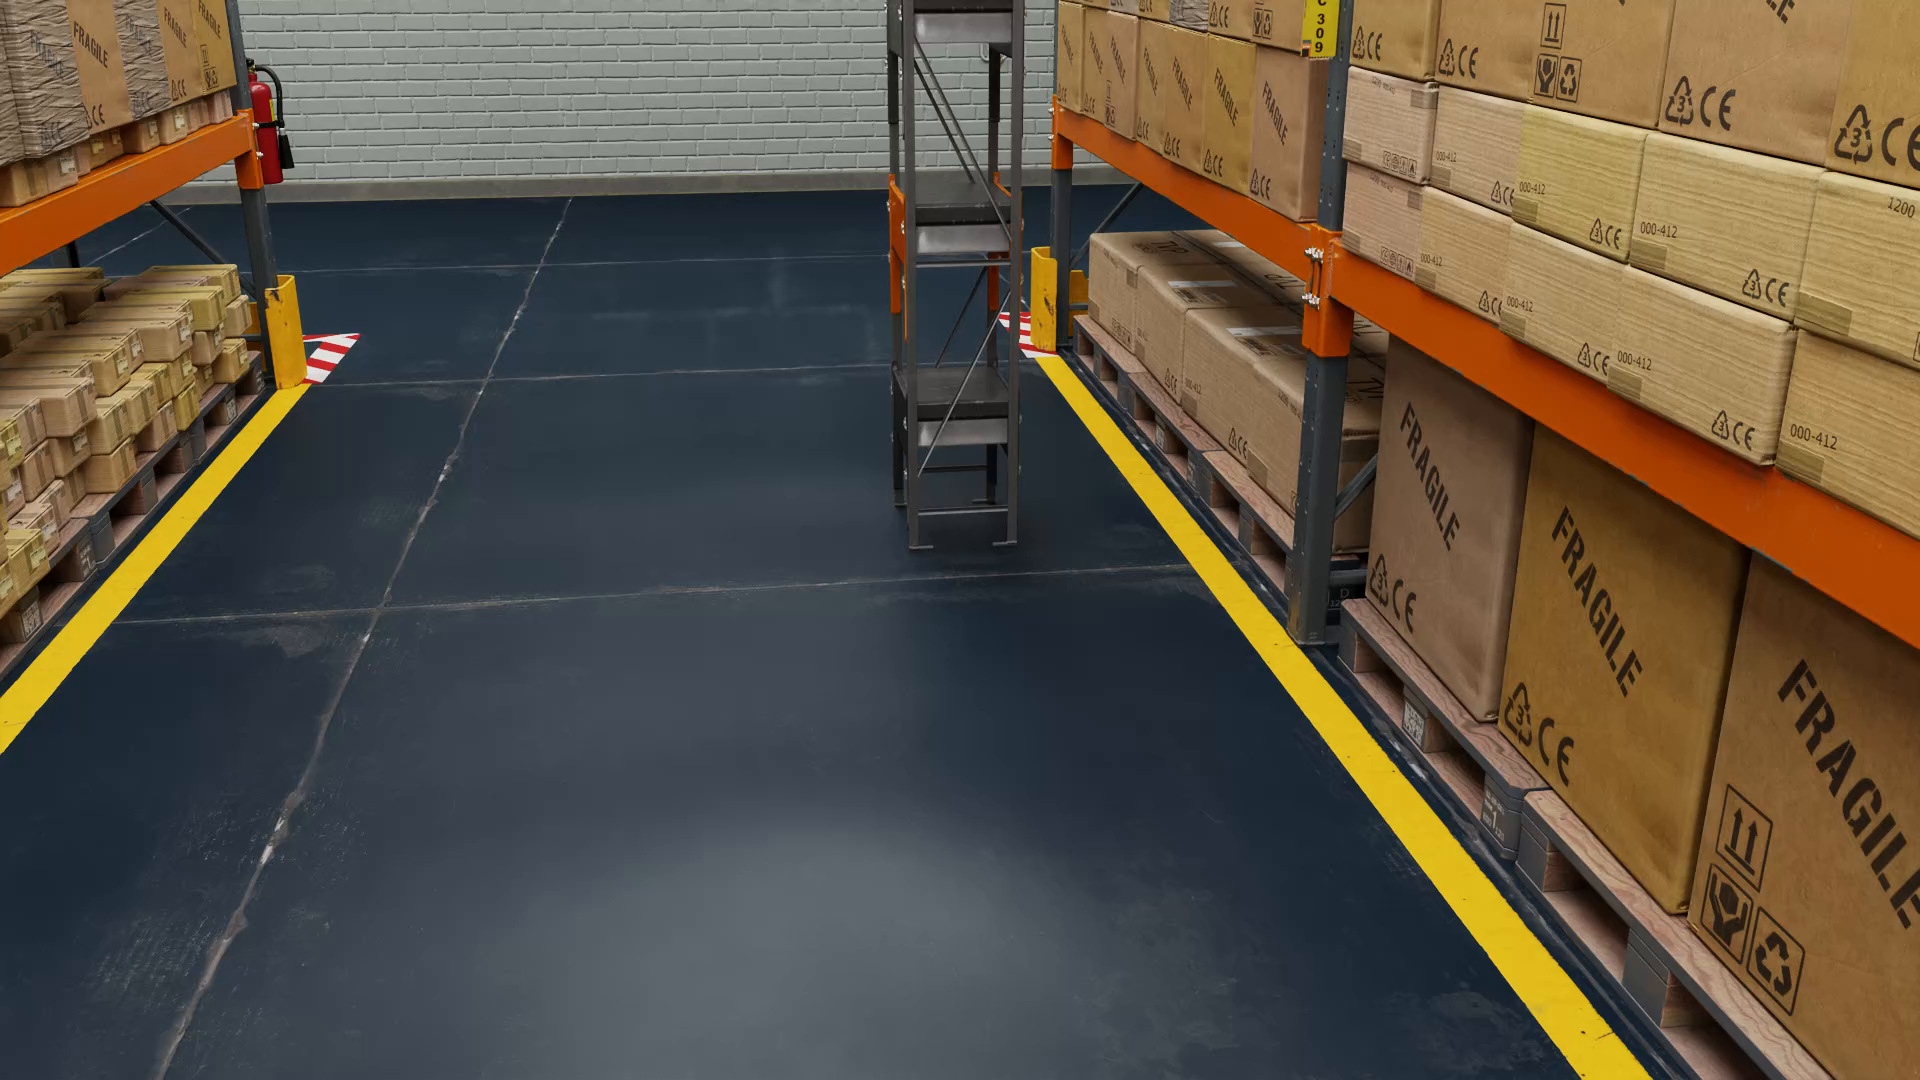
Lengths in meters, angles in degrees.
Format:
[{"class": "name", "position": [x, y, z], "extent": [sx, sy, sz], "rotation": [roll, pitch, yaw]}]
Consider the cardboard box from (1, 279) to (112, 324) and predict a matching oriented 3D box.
[{"class": "cardboard box", "position": [-4.000, -1.059, 7.389], "extent": [0.380, 0.149, 0.250], "rotation": [-3, 21, -7]}]

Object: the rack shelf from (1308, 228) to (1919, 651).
[{"class": "rack shelf", "position": [1.851, -0.077, 3.164], "extent": [1.077, 0.370, 4.000], "rotation": [-3, 21, -8]}]

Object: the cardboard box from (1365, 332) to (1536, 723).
[{"class": "cardboard box", "position": [1.731, -0.098, 4.627], "extent": [0.875, 0.875, 0.875], "rotation": [-2, 21, -6]}]

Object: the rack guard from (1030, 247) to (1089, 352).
[{"class": "rack guard", "position": [0.982, -1.329, 9.060], "extent": [1.175, 0.500, 0.348], "rotation": [-3, 21, -8]}]

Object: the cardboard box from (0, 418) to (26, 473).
[{"class": "cardboard box", "position": [-3.232, -0.275, 5.290], "extent": [0.380, 0.149, 0.250], "rotation": [-3, 21, -9]}]

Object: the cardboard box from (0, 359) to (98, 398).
[{"class": "cardboard box", "position": [-3.369, -0.547, 6.017], "extent": [0.380, 0.149, 0.250], "rotation": [-4, 21, -10]}]

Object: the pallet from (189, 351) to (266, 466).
[{"class": "pallet", "position": [-3.805, -0.591, 7.498], "extent": [1.003, 0.211, 1.213], "rotation": [-3, 21, -8]}]

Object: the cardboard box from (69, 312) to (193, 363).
[{"class": "cardboard box", "position": [-3.360, -0.820, 6.749], "extent": [0.380, 0.149, 0.250], "rotation": [-2, 21, -6]}]

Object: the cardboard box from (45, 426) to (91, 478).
[{"class": "cardboard box", "position": [-3.305, -0.320, 5.835], "extent": [0.380, 0.149, 0.250], "rotation": [-2, 21, -5]}]

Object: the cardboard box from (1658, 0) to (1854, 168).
[{"class": "cardboard box", "position": [1.593, -0.928, 2.842], "extent": [0.500, 0.500, 0.500], "rotation": [-3, 21, -9]}]

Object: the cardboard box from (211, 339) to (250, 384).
[{"class": "cardboard box", "position": [-3.478, -0.813, 7.579], "extent": [0.380, 0.149, 0.250], "rotation": [-2, 21, -6]}]

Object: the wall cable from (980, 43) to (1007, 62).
[{"class": "wall cable", "position": [0.150, -4.933, 13.641], "extent": [0.585, 1.953, 0.123], "rotation": [-3, 21, -8]}]

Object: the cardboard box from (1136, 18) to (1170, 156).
[{"class": "cardboard box", "position": [1.016, -1.835, 6.698], "extent": [0.500, 0.500, 0.500], "rotation": [-2, 21, -6]}]

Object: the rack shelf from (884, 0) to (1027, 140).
[{"class": "rack shelf", "position": [-0.024, -1.684, 5.762], "extent": [0.431, 0.518, 0.480], "rotation": [-3, 21, -8]}]

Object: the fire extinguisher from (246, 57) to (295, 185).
[{"class": "fire extinguisher", "position": [-3.478, -2.107, 8.213], "extent": [0.296, 0.674, 0.183], "rotation": [-3, 21, -8]}]

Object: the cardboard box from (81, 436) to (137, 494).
[{"class": "cardboard box", "position": [-3.283, -0.273, 6.134], "extent": [0.380, 0.149, 0.250], "rotation": [-3, 21, -9]}]

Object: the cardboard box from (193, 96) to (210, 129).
[{"class": "cardboard box", "position": [-3.573, -1.903, 7.383], "extent": [0.380, 0.149, 0.250], "rotation": [-3, 21, -8]}]

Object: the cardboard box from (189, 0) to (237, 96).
[{"class": "cardboard box", "position": [-3.578, -2.251, 7.387], "extent": [0.500, 0.500, 0.500], "rotation": [-2, 21, -7]}]

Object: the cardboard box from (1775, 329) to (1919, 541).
[{"class": "cardboard box", "position": [1.663, -0.165, 2.585], "extent": [0.500, 0.250, 0.500], "rotation": [-3, 21, -8]}]

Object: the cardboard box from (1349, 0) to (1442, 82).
[{"class": "cardboard box", "position": [1.341, -1.455, 4.253], "extent": [0.500, 0.500, 0.500], "rotation": [-3, 21, -7]}]

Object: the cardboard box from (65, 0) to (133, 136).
[{"class": "cardboard box", "position": [-3.365, -1.724, 5.976], "extent": [0.500, 0.500, 0.500], "rotation": [-2, 21, -5]}]

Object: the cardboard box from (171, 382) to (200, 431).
[{"class": "cardboard box", "position": [-3.378, -0.547, 6.868], "extent": [0.380, 0.149, 0.250], "rotation": [-4, 21, -10]}]

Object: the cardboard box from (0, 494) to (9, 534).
[{"class": "cardboard box", "position": [-3.182, -0.047, 5.105], "extent": [0.380, 0.149, 0.250], "rotation": [-3, 21, -7]}]

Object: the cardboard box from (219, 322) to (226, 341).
[{"class": "cardboard box", "position": [-3.555, -0.946, 7.511], "extent": [0.380, 0.149, 0.250], "rotation": [-3, 21, -9]}]

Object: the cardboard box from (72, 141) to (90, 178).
[{"class": "cardboard box", "position": [-3.361, -1.363, 5.938], "extent": [0.380, 0.149, 0.250], "rotation": [-2, 21, -6]}]

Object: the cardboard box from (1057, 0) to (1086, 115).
[{"class": "cardboard box", "position": [0.771, -2.358, 8.099], "extent": [0.500, 0.500, 0.500], "rotation": [-3, 21, -8]}]

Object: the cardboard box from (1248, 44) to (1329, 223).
[{"class": "cardboard box", "position": [1.243, -1.301, 5.270], "extent": [0.500, 0.500, 0.500], "rotation": [-3, 21, -7]}]

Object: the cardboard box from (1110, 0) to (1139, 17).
[{"class": "cardboard box", "position": [0.936, -2.470, 6.970], "extent": [0.500, 0.500, 0.500], "rotation": [-3, 21, -8]}]

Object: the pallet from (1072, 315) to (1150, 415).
[{"class": "pallet", "position": [1.179, -0.912, 8.358], "extent": [1.003, 0.211, 1.213], "rotation": [-3, 21, -8]}]

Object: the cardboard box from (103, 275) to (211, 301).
[{"class": "cardboard box", "position": [-3.591, -1.087, 7.462], "extent": [0.380, 0.149, 0.250], "rotation": [-3, 21, -7]}]

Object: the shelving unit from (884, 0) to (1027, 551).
[{"class": "shelving unit", "position": [-0.024, -1.041, 6.002], "extent": [0.431, 2.100, 0.503], "rotation": [-3, 21, -8]}]

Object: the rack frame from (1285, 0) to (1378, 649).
[{"class": "rack frame", "position": [1.562, -1.107, 4.892], "extent": [1.000, 3.000, 0.127], "rotation": [-3, 21, -8]}]

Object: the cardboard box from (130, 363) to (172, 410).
[{"class": "cardboard box", "position": [-3.357, -0.591, 6.561], "extent": [0.380, 0.149, 0.250], "rotation": [-2, 21, -5]}]

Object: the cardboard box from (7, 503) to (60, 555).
[{"class": "cardboard box", "position": [-3.182, -0.001, 5.407], "extent": [0.380, 0.149, 0.250], "rotation": [-3, 21, -8]}]

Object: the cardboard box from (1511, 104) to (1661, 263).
[{"class": "cardboard box", "position": [1.496, -0.749, 3.434], "extent": [0.500, 0.250, 0.500], "rotation": [-3, 21, -7]}]

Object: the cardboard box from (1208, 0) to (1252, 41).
[{"class": "cardboard box", "position": [1.156, -1.948, 5.572], "extent": [0.500, 0.500, 0.500], "rotation": [-3, 21, -9]}]

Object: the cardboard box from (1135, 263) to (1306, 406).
[{"class": "cardboard box", "position": [1.320, -0.948, 7.530], "extent": [0.875, 0.438, 0.875], "rotation": [-2, 21, -6]}]

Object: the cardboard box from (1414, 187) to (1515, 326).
[{"class": "cardboard box", "position": [1.441, -0.692, 3.996], "extent": [0.500, 0.250, 0.500], "rotation": [-3, 21, -9]}]

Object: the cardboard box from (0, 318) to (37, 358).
[{"class": "cardboard box", "position": [-3.942, -0.787, 6.661], "extent": [0.380, 0.149, 0.250], "rotation": [-2, 21, -6]}]

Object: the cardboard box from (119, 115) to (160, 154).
[{"class": "cardboard box", "position": [-3.453, -1.637, 6.671], "extent": [0.380, 0.149, 0.250], "rotation": [-4, 21, -10]}]
